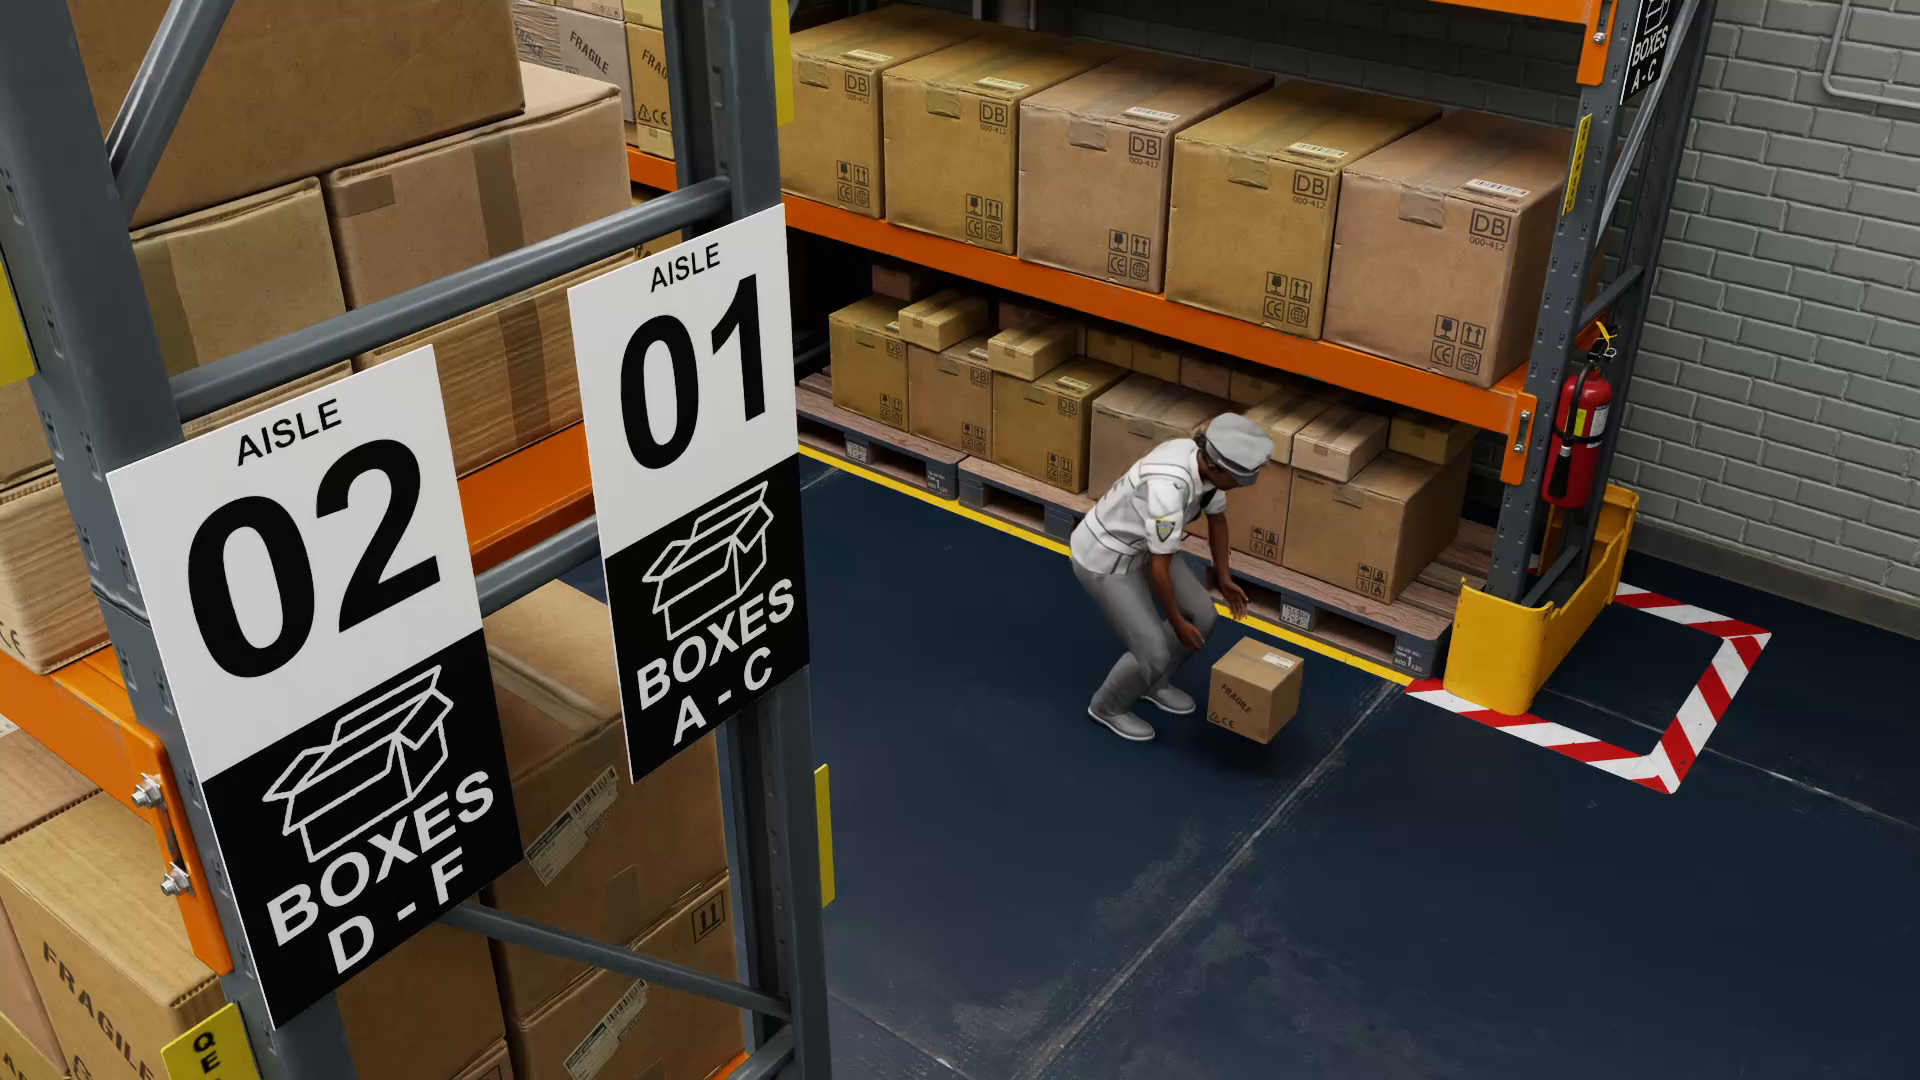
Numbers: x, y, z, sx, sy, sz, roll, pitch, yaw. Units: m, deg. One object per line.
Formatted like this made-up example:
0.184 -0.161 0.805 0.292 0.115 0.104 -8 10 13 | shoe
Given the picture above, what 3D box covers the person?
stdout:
0.783 0.112 6.250 0.724 1.360 0.496 22 37 31 | person
